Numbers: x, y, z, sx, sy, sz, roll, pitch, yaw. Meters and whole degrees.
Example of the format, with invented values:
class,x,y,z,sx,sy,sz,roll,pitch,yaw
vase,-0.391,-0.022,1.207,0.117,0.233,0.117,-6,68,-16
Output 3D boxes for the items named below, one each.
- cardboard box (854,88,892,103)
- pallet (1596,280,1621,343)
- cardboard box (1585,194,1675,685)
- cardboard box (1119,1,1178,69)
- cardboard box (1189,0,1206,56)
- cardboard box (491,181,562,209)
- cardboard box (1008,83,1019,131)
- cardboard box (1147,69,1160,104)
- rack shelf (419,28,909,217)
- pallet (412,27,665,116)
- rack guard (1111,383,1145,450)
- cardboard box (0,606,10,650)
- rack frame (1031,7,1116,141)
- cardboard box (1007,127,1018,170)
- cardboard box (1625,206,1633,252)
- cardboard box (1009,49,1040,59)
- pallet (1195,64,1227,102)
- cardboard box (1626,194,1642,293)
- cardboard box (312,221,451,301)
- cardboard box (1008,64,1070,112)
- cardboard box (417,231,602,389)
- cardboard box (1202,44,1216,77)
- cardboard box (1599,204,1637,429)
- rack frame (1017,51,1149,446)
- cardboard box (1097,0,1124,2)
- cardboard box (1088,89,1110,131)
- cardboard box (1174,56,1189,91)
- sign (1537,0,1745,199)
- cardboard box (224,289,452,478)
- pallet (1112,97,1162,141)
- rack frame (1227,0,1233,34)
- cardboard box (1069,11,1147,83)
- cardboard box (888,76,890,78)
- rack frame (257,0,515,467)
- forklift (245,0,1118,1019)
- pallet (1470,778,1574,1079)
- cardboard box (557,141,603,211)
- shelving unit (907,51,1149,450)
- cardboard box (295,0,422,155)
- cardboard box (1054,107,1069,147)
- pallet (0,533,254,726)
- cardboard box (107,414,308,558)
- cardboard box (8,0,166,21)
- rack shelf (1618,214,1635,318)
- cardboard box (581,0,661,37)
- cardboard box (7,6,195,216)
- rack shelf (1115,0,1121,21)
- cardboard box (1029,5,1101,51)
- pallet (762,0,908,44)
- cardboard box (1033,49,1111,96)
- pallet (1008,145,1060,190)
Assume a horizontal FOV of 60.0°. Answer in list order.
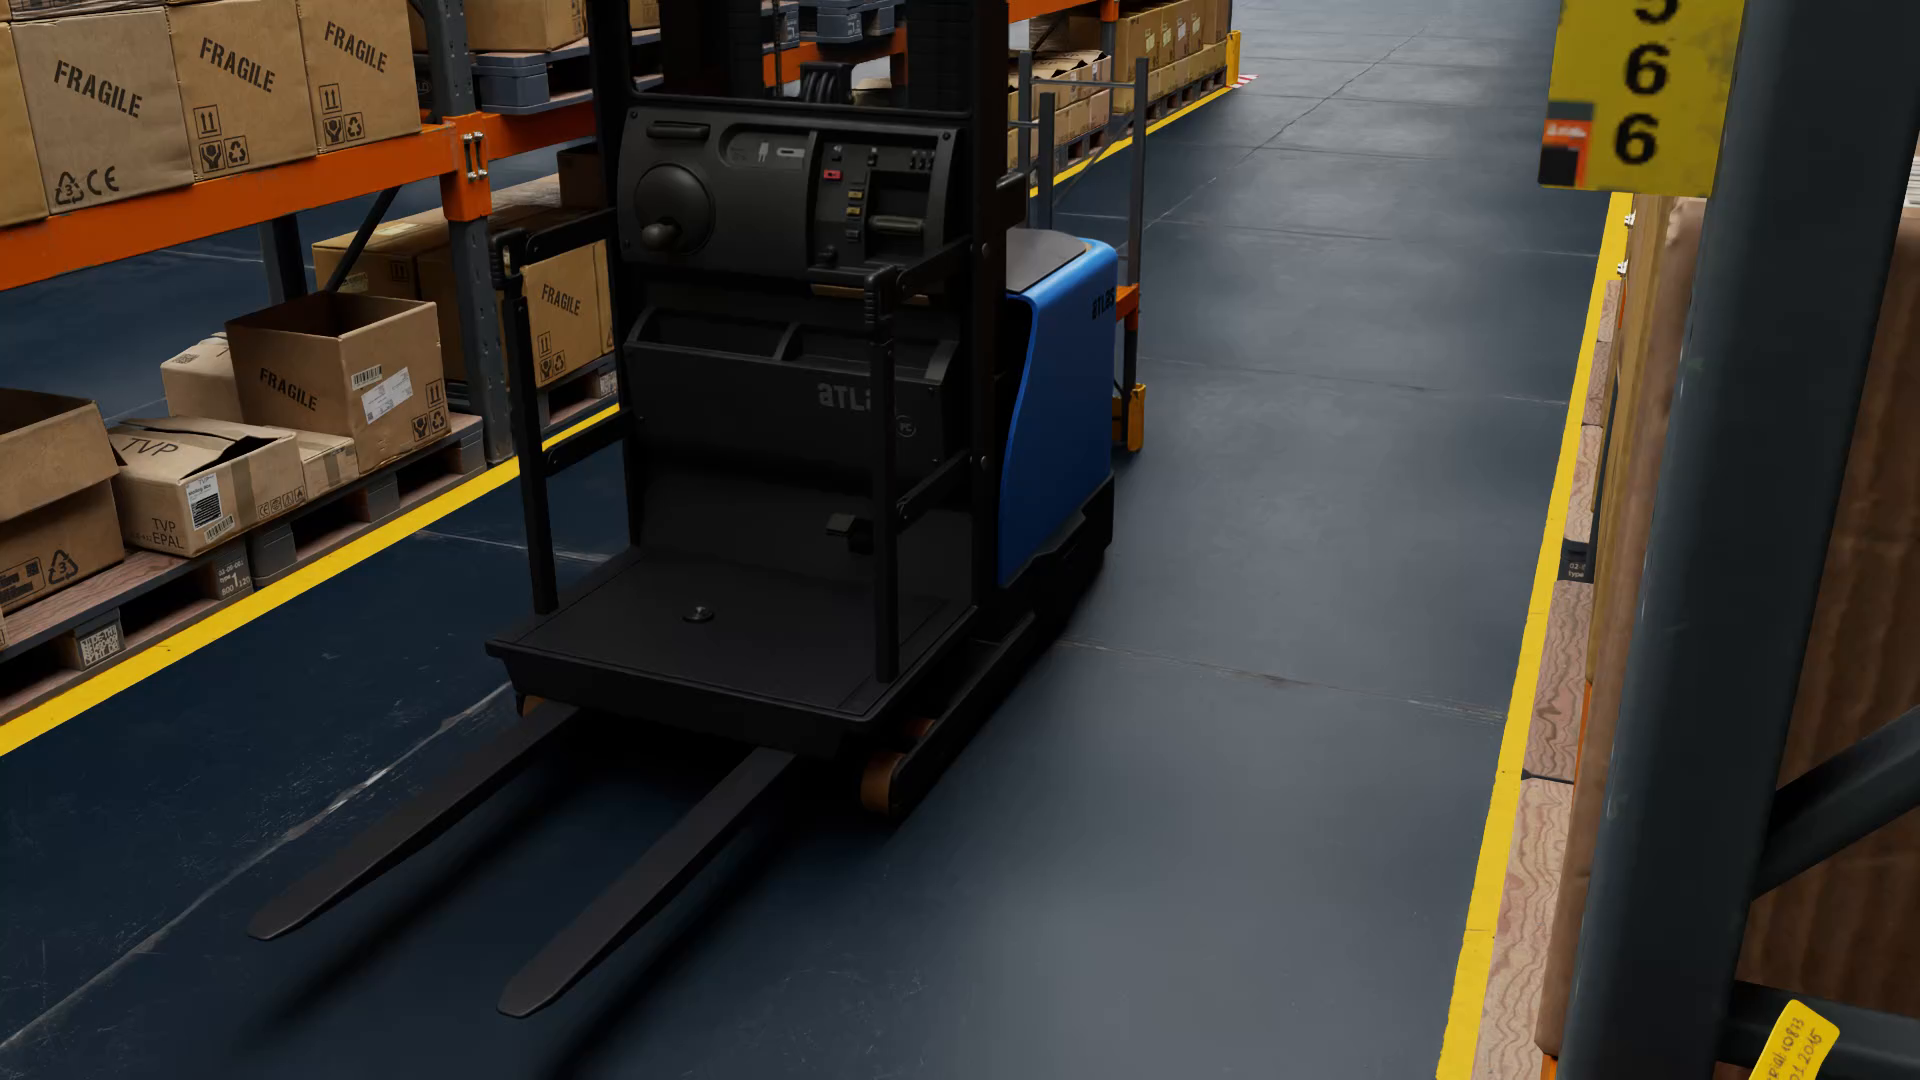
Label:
class,x,y,z,sx,sy,sz,roll,pitch,yaw
cardboard box,-0.598,-2.785,10.821,0.500,0.311,0.500,8,24,19
pallet,3.487,-0.926,7.692,1.003,0.211,1.213,9,24,20
cardboard box,1.318,-0.205,1.961,0.980,0.700,0.700,9,24,20
cardboard box,1.569,-4.373,14.377,0.500,0.500,0.500,9,24,20
cardboard box,1.940,-4.731,15.234,0.500,0.500,0.500,9,24,20
cardboard box,-1.942,-1.383,7.841,0.500,0.500,0.500,9,24,21
cardboard box,0.095,-2.892,11.077,0.500,0.311,0.500,8,24,19
cardboard box,1.379,-3.849,14.095,0.500,0.250,0.500,9,24,20
rack shelf,-1.494,-2.144,7.925,1.077,0.370,4.000,9,24,20
pallet,-1.839,-1.942,6.757,1.003,0.211,1.213,9,24,20
rack guard,0.450,-0.527,6.686,0.587,0.250,0.087,9,24,21
cardboard box,-2.886,0.225,4.316,0.500,0.250,0.500,9,24,20
rack frame,0.735,-4.623,12.926,1.000,3.000,0.127,9,24,20
cardboard box,0.089,-2.629,11.175,0.500,0.250,0.500,8,24,19
cardboard box,3.455,-1.441,7.553,0.750,0.750,0.750,8,24,19
cardboard box,0.350,-3.695,12.998,0.500,0.311,0.500,9,24,20
pallet,1.975,-4.488,16.221,1.003,0.211,1.213,9,24,20
cardboard box,1.871,-0.739,3.237,0.980,0.700,0.700,8,24,19
cardboard box,-2.320,-1.027,6.990,0.500,0.500,0.500,9,24,20
cardboard box,0.475,-3.256,11.947,0.500,0.311,0.500,9,24,20
cardboard box,-1.831,-0.948,6.800,0.500,0.500,0.500,8,24,18
cardboard box,2.121,-4.565,15.809,0.500,0.250,0.500,9,24,20
cardboard box,2.812,-0.824,6.075,0.750,0.750,0.750,10,24,22
rack frame,0.458,-1.110,6.462,0.500,1.500,0.032,9,24,21
cardboard box,1.255,-4.629,14.990,0.500,0.500,0.500,9,24,20
cardboard box,0.850,-3.358,12.921,0.500,0.250,0.500,9,24,20
cardboard box,1.750,-4.207,14.952,0.500,0.250,0.500,9,24,20
sign,0.379,-0.347,0.880,0.100,0.325,0.005,9,24,20
cardboard box,-2.185,-0.565,5.884,0.500,0.500,0.500,9,24,20
pallet,1.069,-3.615,14.131,1.003,0.211,1.213,9,24,20
rack frame,2.220,-6.055,16.353,1.000,3.000,0.127,9,24,20
cardboard box,1.198,-4.015,13.521,0.500,0.500,0.500,9,24,20
cardboard box,-0.220,-3.144,11.681,0.500,0.311,0.500,9,24,22
rack frame,-2.237,-1.760,6.072,1.000,3.000,0.127,9,24,20
forklift,-0.528,-0.854,3.991,1.130,2.935,3.031,9,24,21
pallet,1.557,0.933,3.242,1.003,0.211,1.213,9,24,20
cardboard box,-1.460,-1.652,7.513,0.500,0.250,0.500,9,24,20
shelving unit,0.257,-0.926,6.022,0.587,1.500,1.083,9,24,21
cardboard box,-2.184,-1.591,5.537,0.500,0.500,0.500,9,24,21
cardboard box,0.471,-2.994,12.049,0.500,0.250,0.500,9,24,21
pallet,-2.945,0.210,4.973,1.003,0.211,1.213,9,24,20
cardboard box,-2.464,-0.210,5.278,0.500,0.311,0.500,9,24,20
cardboard box,-2.560,-1.686,4.467,0.500,0.500,0.500,9,24,20
rack shelf,3.107,-1.436,6.230,1.077,0.370,4.000,9,24,20
cardboard box,-1.657,-2.393,6.912,0.700,0.500,0.500,13,26,28
cardboard box,-2.563,-1.222,4.654,0.500,0.500,0.500,9,24,21
rack shelf,1.478,-5.007,14.778,1.077,0.370,4.000,9,24,20
cardboard box,0.901,-4.269,14.127,0.500,0.500,0.500,9,24,20
pallet,-0.938,-2.851,8.932,1.213,0.211,1.003,9,24,20
cardboard box,0.850,-3.621,12.822,0.500,0.311,0.500,9,24,20
pallet,0.046,-2.629,11.770,1.003,0.211,1.213,9,24,20
